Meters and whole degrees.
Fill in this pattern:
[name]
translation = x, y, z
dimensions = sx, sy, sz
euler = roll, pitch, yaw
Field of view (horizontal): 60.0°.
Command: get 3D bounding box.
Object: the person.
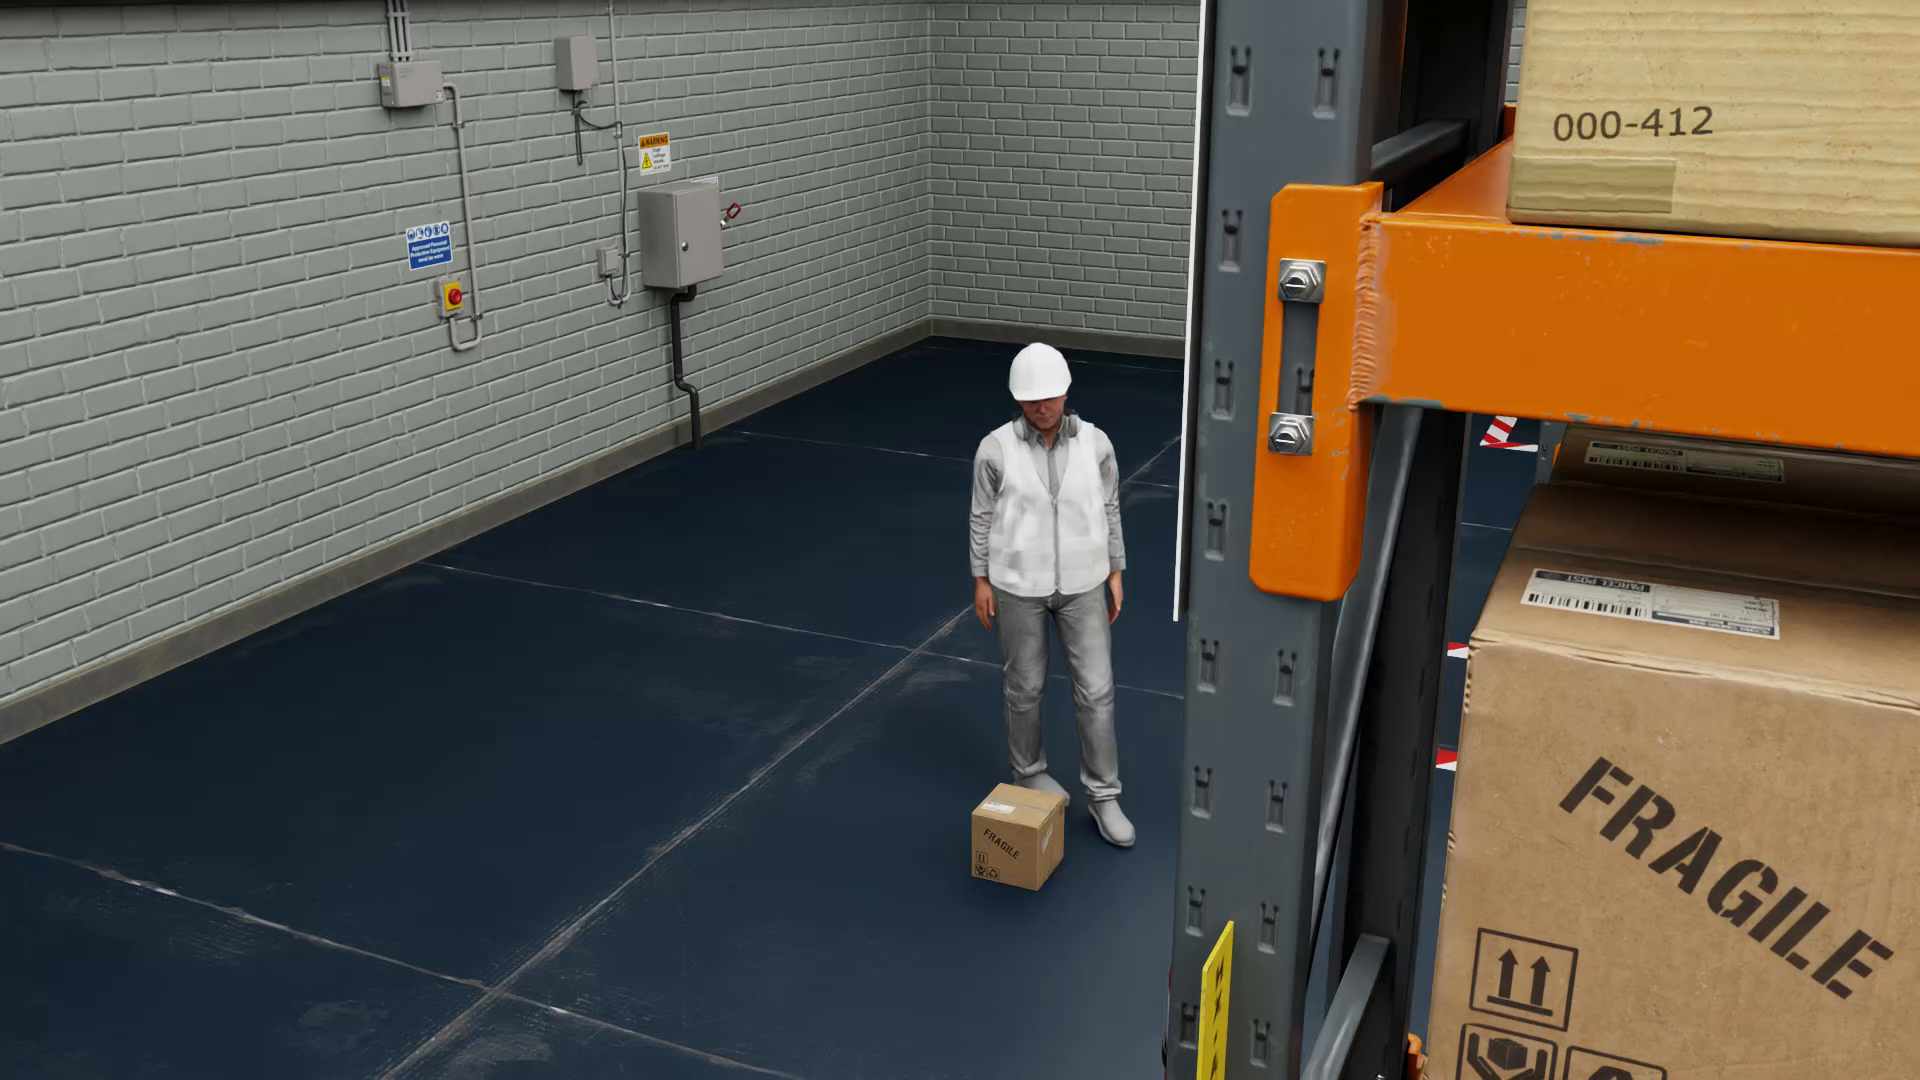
[person]
translation = 0.343, 0.195, 5.946
dimensions = 0.568, 1.768, 0.614
euler = -3, 19, -8
